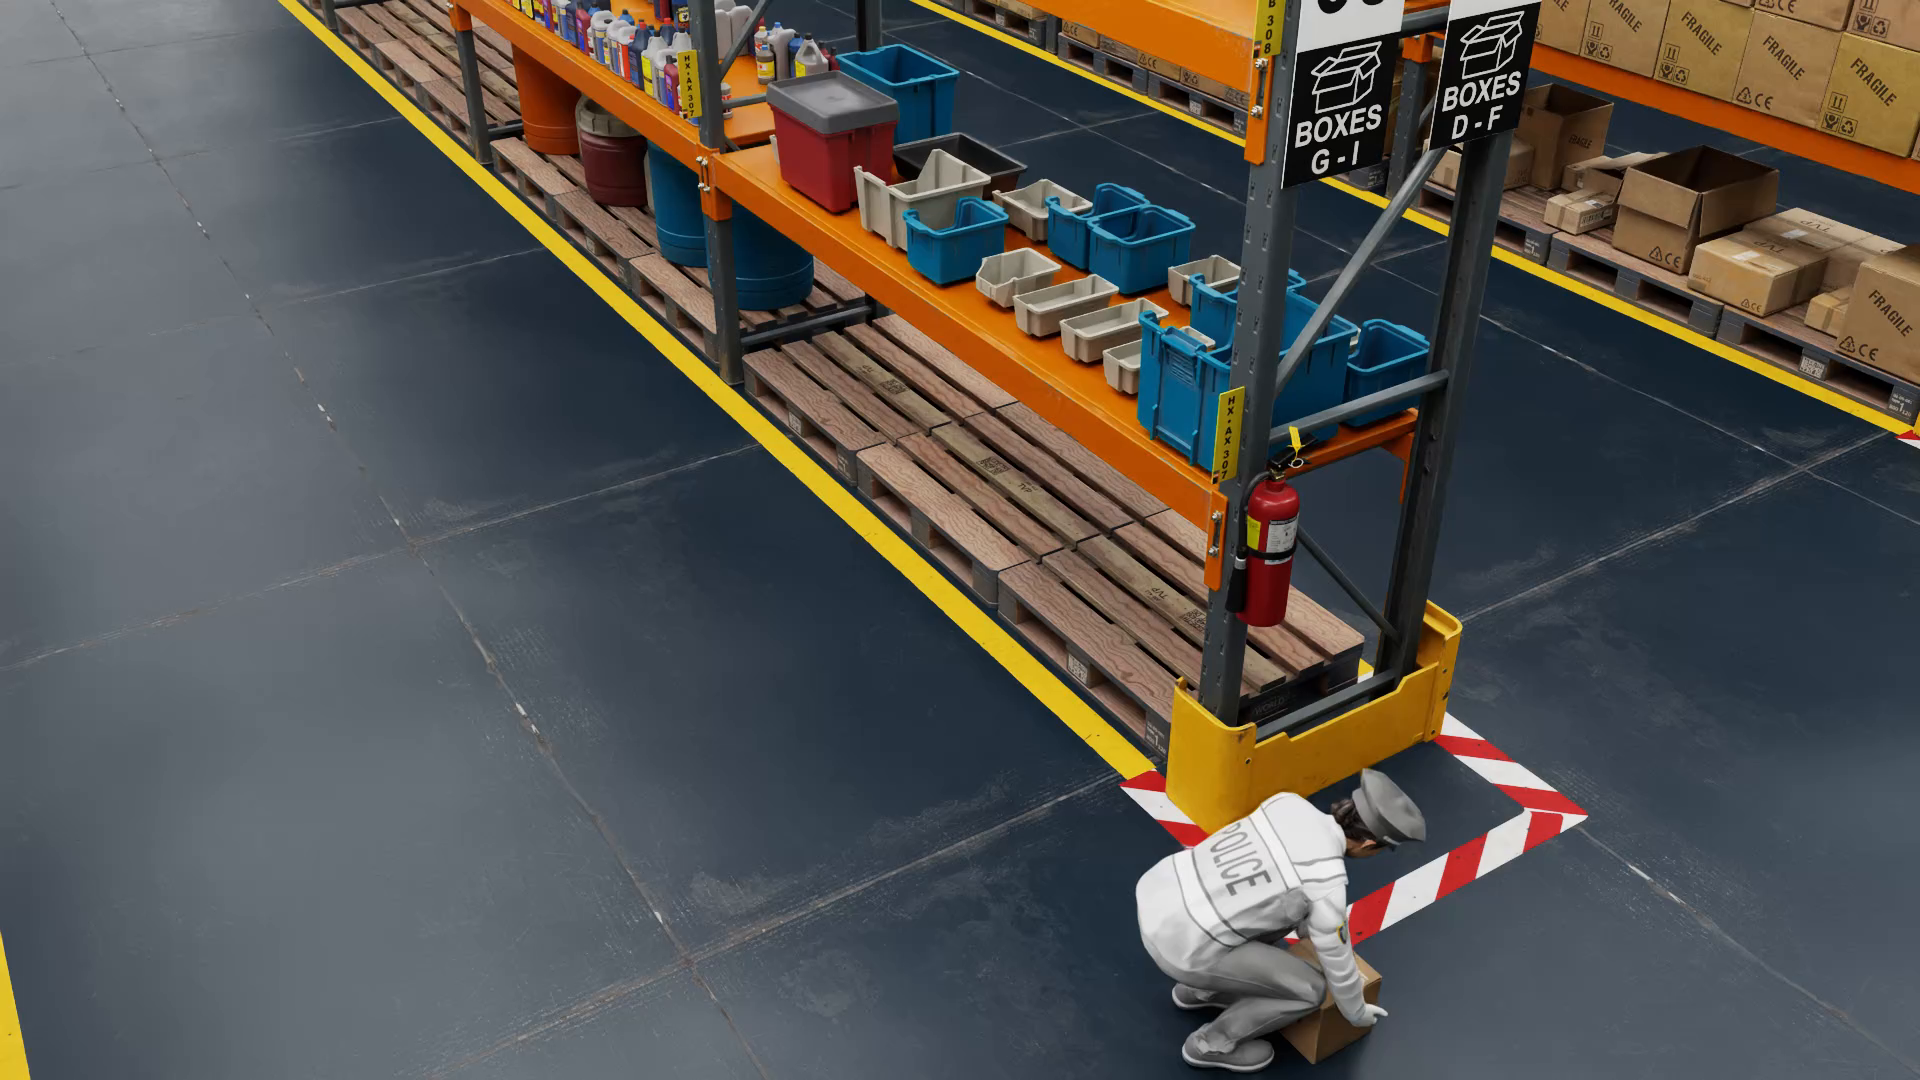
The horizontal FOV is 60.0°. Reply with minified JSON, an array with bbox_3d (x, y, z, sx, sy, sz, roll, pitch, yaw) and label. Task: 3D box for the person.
[{"bbox_3d":[0.955,1.134,5.044,0.847,0.951,0.488,-1,33,-2],"label":"person"}]
